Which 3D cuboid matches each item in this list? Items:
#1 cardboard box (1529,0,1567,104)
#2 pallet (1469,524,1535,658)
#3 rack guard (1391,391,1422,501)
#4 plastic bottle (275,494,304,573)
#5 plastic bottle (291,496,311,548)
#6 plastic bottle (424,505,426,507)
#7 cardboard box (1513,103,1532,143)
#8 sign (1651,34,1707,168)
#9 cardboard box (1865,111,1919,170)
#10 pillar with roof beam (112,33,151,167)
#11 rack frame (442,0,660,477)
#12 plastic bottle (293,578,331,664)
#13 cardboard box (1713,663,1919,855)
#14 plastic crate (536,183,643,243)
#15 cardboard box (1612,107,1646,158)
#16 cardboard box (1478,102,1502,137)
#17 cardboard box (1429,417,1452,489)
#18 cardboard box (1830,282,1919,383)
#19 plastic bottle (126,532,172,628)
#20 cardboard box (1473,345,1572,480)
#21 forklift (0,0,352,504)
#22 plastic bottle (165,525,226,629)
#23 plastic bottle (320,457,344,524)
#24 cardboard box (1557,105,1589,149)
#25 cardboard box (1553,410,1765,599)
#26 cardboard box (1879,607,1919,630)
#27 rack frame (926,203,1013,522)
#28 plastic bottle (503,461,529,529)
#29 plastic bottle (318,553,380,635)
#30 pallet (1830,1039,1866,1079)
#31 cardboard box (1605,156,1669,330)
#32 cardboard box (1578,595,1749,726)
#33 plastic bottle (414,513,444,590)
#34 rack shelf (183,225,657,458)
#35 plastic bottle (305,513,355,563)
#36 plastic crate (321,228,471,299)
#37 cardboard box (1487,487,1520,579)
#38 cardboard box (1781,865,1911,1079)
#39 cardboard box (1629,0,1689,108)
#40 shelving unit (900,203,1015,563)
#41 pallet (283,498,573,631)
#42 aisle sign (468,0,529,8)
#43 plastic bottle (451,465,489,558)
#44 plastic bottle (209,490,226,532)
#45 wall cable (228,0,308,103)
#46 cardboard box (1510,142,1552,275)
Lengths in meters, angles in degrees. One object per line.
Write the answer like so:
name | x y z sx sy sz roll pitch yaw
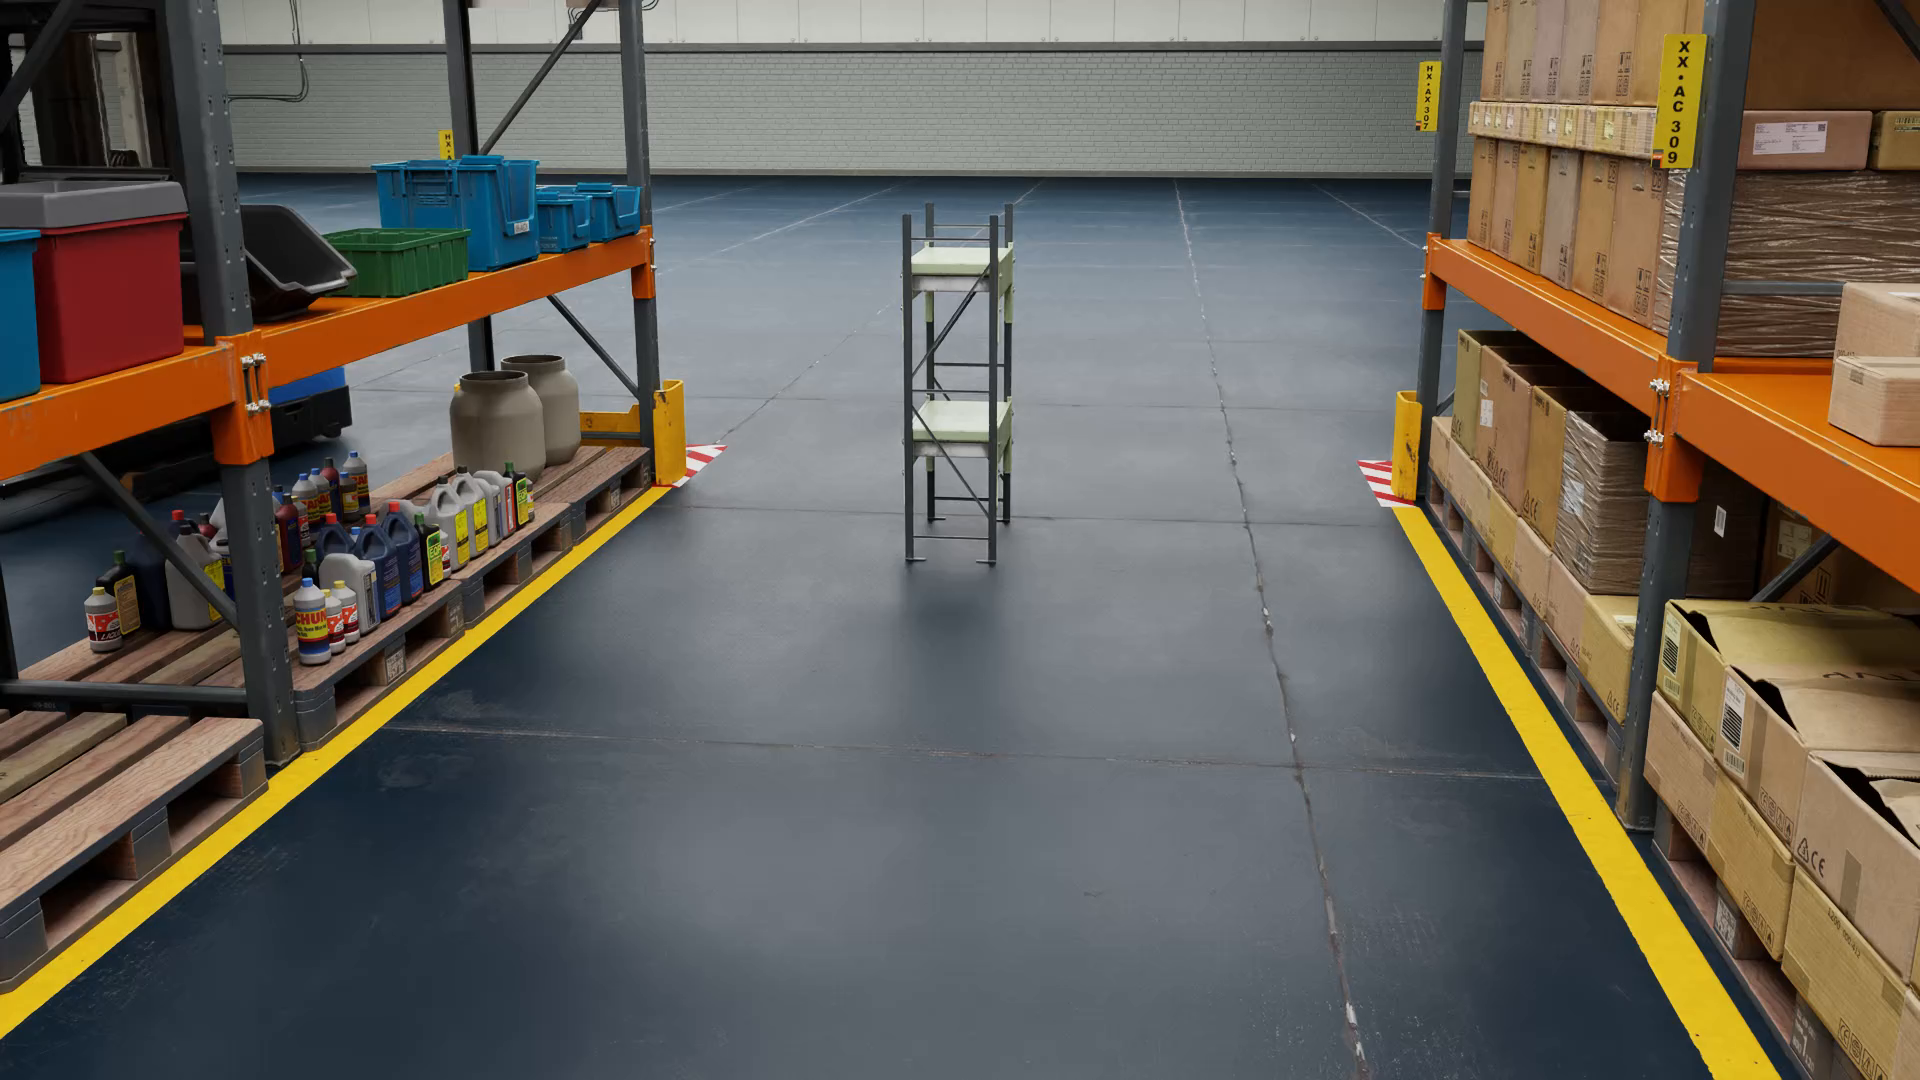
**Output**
cardboard box | 2.631 -1.942 6.422 0.700 0.500 0.500 2 15 6
pallet | 2.628 0.192 6.549 1.003 0.211 1.213 2 15 6
rack guard | 2.815 -0.469 8.439 1.175 0.500 0.348 2 15 6
plastic bottle | -2.587 -0.028 6.381 0.061 0.283 0.133 2 15 6
plastic bottle | -2.684 -0.076 6.716 0.097 0.201 0.097 0 15 0
plastic bottle | -2.091 -0.037 6.572 0.097 0.201 0.097 0 15 0
cardboard box | 2.440 -1.668 6.649 0.380 0.149 0.250 1 15 4
sign | 1.810 -1.104 4.189 0.100 0.325 0.005 2 15 6
cardboard box | 2.584 -1.058 4.392 0.380 0.149 0.250 2 15 6
pillar with roof beam | -15.120 -12.795 37.742 9.100 9.000 0.400 2 15 6
rack frame | -2.108 -1.816 8.633 1.000 3.000 0.127 2 15 6
plastic bottle | -2.088 0.256 5.353 0.097 0.271 0.097 0 15 0
cardboard box | 2.006 0.451 3.635 0.500 0.311 0.500 2 15 6
plastic crate | -1.868 -1.606 8.140 0.499 0.251 0.616 2 15 6
cardboard box | 2.265 -1.271 5.180 0.380 0.149 0.250 2 15 6
cardboard box | 2.527 -1.867 7.386 0.380 0.149 0.250 1 15 5
cardboard box | 2.531 -0.412 7.904 0.500 0.250 0.500 2 15 6
cardboard box | 2.349 -0.431 3.796 0.500 0.250 0.500 3 15 10
plastic bottle | -2.774 0.112 5.734 0.144 0.351 0.185 1 15 5
cardboard box | 2.433 -0.515 6.845 0.500 0.500 0.500 2 15 6
forklift | -4.523 -1.707 8.358 1.130 2.935 3.031 4 16 15
plastic bottle | -2.630 0.116 5.718 0.144 0.351 0.185 2 15 6
plastic bottle | -2.666 -0.198 7.010 0.061 0.283 0.133 2 15 7
cardboard box | 2.351 -1.469 5.913 0.380 0.149 0.250 2 15 8
cardboard box | 2.265 -0.126 5.406 0.500 0.500 0.500 2 15 6
cardboard box | 2.601 0.335 4.064 0.500 0.311 0.500 2 15 6
rack frame | 0.042 -0.821 7.824 0.400 1.500 0.023 2 15 6
plastic bottle | -1.875 -0.197 7.007 0.061 0.283 0.133 2 15 8
plastic bottle | -2.079 0.169 5.666 0.152 0.276 0.135 2 15 8
pallet | 2.182 1.223 2.733 1.003 0.211 1.213 2 15 6
cardboard box | 2.458 -0.933 5.173 0.700 0.500 0.500 2 15 6
cardboard box | 2.197 0.366 5.026 0.500 0.250 0.500 2 15 6
plastic bottle | -1.975 0.032 6.157 0.061 0.283 0.133 2 15 9
rack shelf | -2.334 -0.950 6.809 1.077 0.370 4.000 2 15 6
plastic bottle | -2.200 0.086 5.829 0.144 0.351 0.185 2 15 6
plastic crate | -2.126 -1.020 6.095 0.450 0.188 0.662 2 15 6
cardboard box | 2.360 -0.023 6.465 0.500 0.250 0.500 2 15 6
cardboard box | 1.955 0.857 3.210 0.500 0.250 0.500 1 15 5
cardboard box | 2.461 -1.553 4.982 0.700 0.500 0.500 2 15 6
shelving unit | 0.001 -0.726 7.473 0.431 1.500 0.755 2 15 6
pallet | -2.307 0.077 6.973 1.003 0.211 1.213 2 15 6
aisle sign | -2.391 -3.099 8.395 0.394 0.787 0.004 2 15 6
plastic bottle | -1.966 -0.117 6.581 0.144 0.351 0.185 2 15 9
plastic bottle | -2.715 -0.022 6.228 0.144 0.351 0.185 2 15 6
wall cable | -17.752 -12.148 41.298 3.097 2.526 0.112 2 15 6
cardboard box | 2.631 -1.332 6.651 0.700 0.500 0.500 2 15 7
